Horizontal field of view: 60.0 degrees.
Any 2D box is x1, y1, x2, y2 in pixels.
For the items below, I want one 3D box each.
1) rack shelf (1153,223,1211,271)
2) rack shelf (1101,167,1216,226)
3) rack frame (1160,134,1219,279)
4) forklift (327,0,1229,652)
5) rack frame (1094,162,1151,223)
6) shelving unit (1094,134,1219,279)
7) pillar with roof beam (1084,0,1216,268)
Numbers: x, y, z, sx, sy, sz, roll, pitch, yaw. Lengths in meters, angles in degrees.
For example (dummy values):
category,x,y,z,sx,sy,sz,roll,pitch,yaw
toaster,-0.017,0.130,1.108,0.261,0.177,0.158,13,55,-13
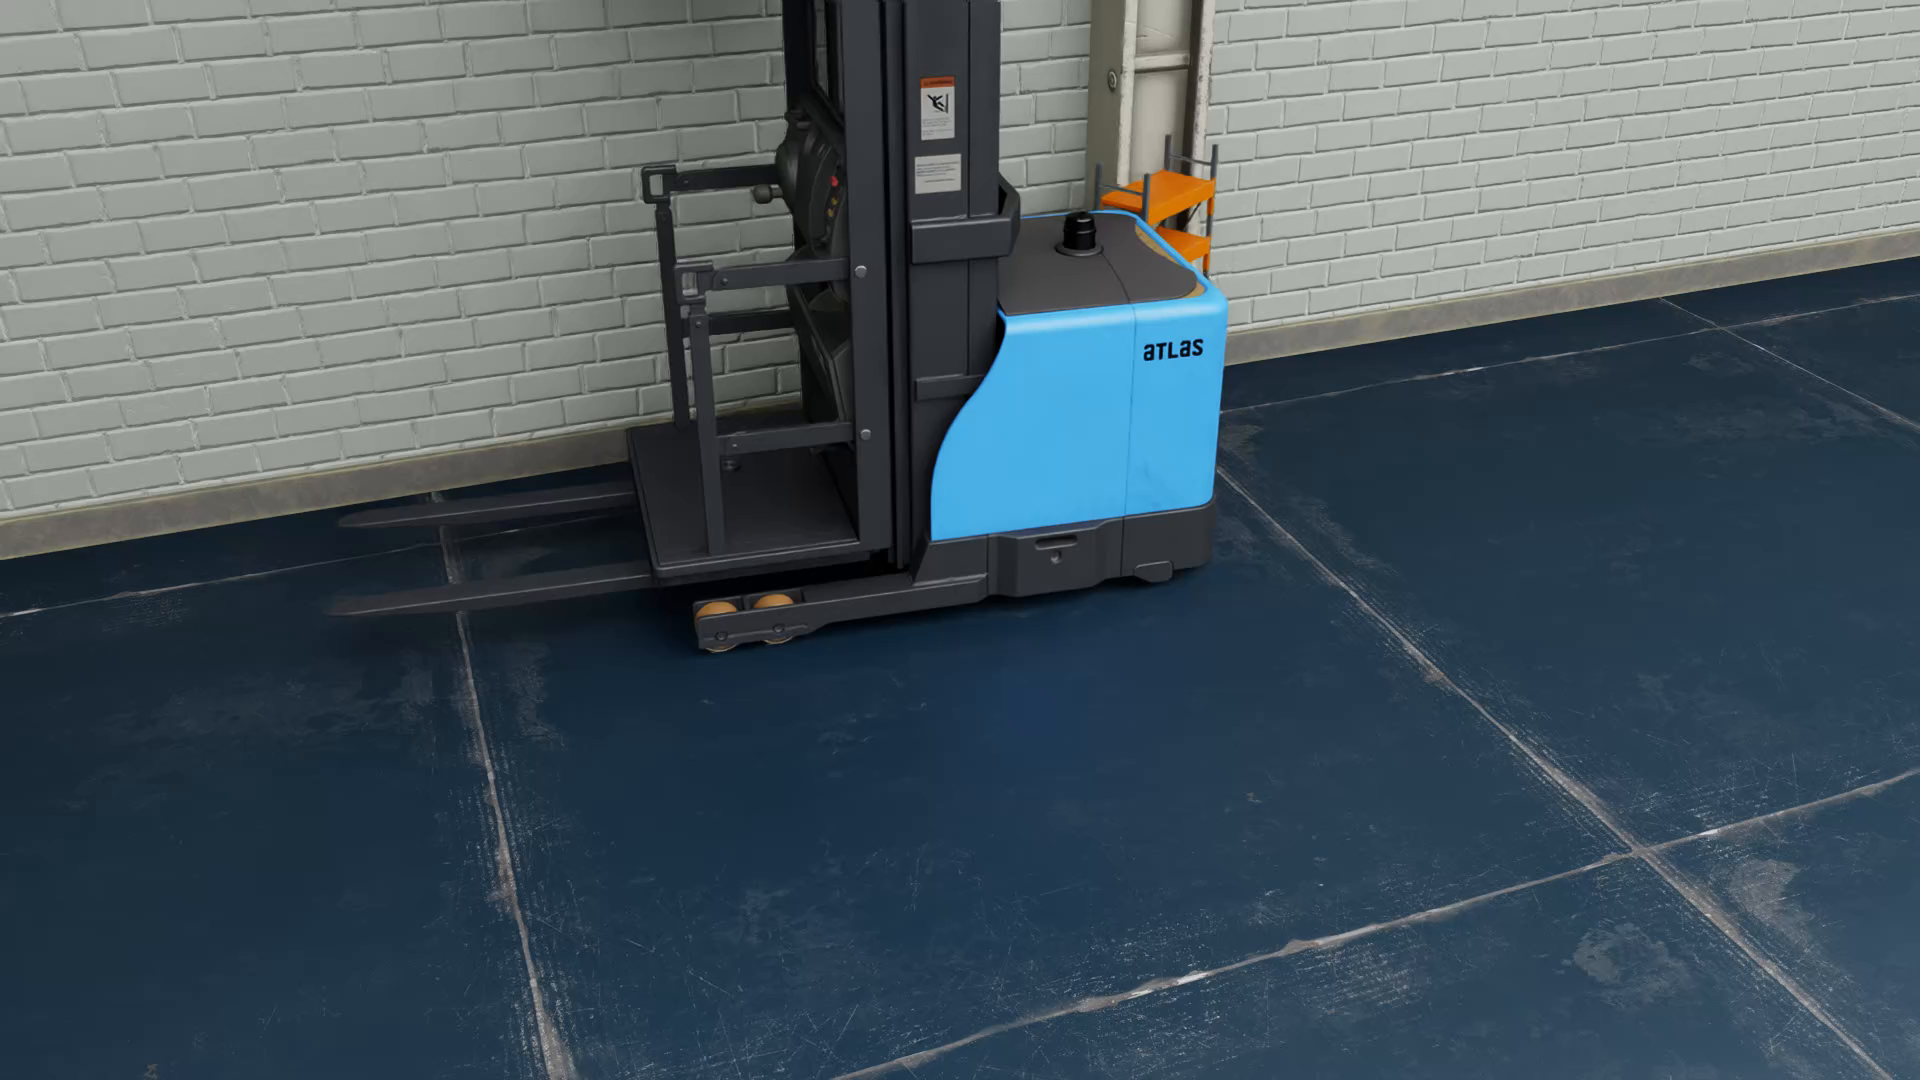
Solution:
category,x,y,z,sx,sy,sz,roll,pitch,yaw
rack shelf,0.771,-1.116,6.681,0.258,0.148,0.480,22,36,33
rack shelf,0.771,-1.322,6.564,0.258,0.148,0.480,22,36,33
rack frame,0.925,-1.074,6.923,0.240,1.200,0.015,22,36,33
forklift,-0.664,-1.187,5.373,3.031,2.935,1.130,-7,31,-13
rack frame,0.618,-0.886,6.594,0.240,1.200,0.015,22,36,33
shelving unit,0.771,-0.980,6.758,0.258,1.200,0.503,22,36,33
pillar with roof beam,2.264,-2.567,1.665,0.400,9.000,9.100,-10,31,-18
